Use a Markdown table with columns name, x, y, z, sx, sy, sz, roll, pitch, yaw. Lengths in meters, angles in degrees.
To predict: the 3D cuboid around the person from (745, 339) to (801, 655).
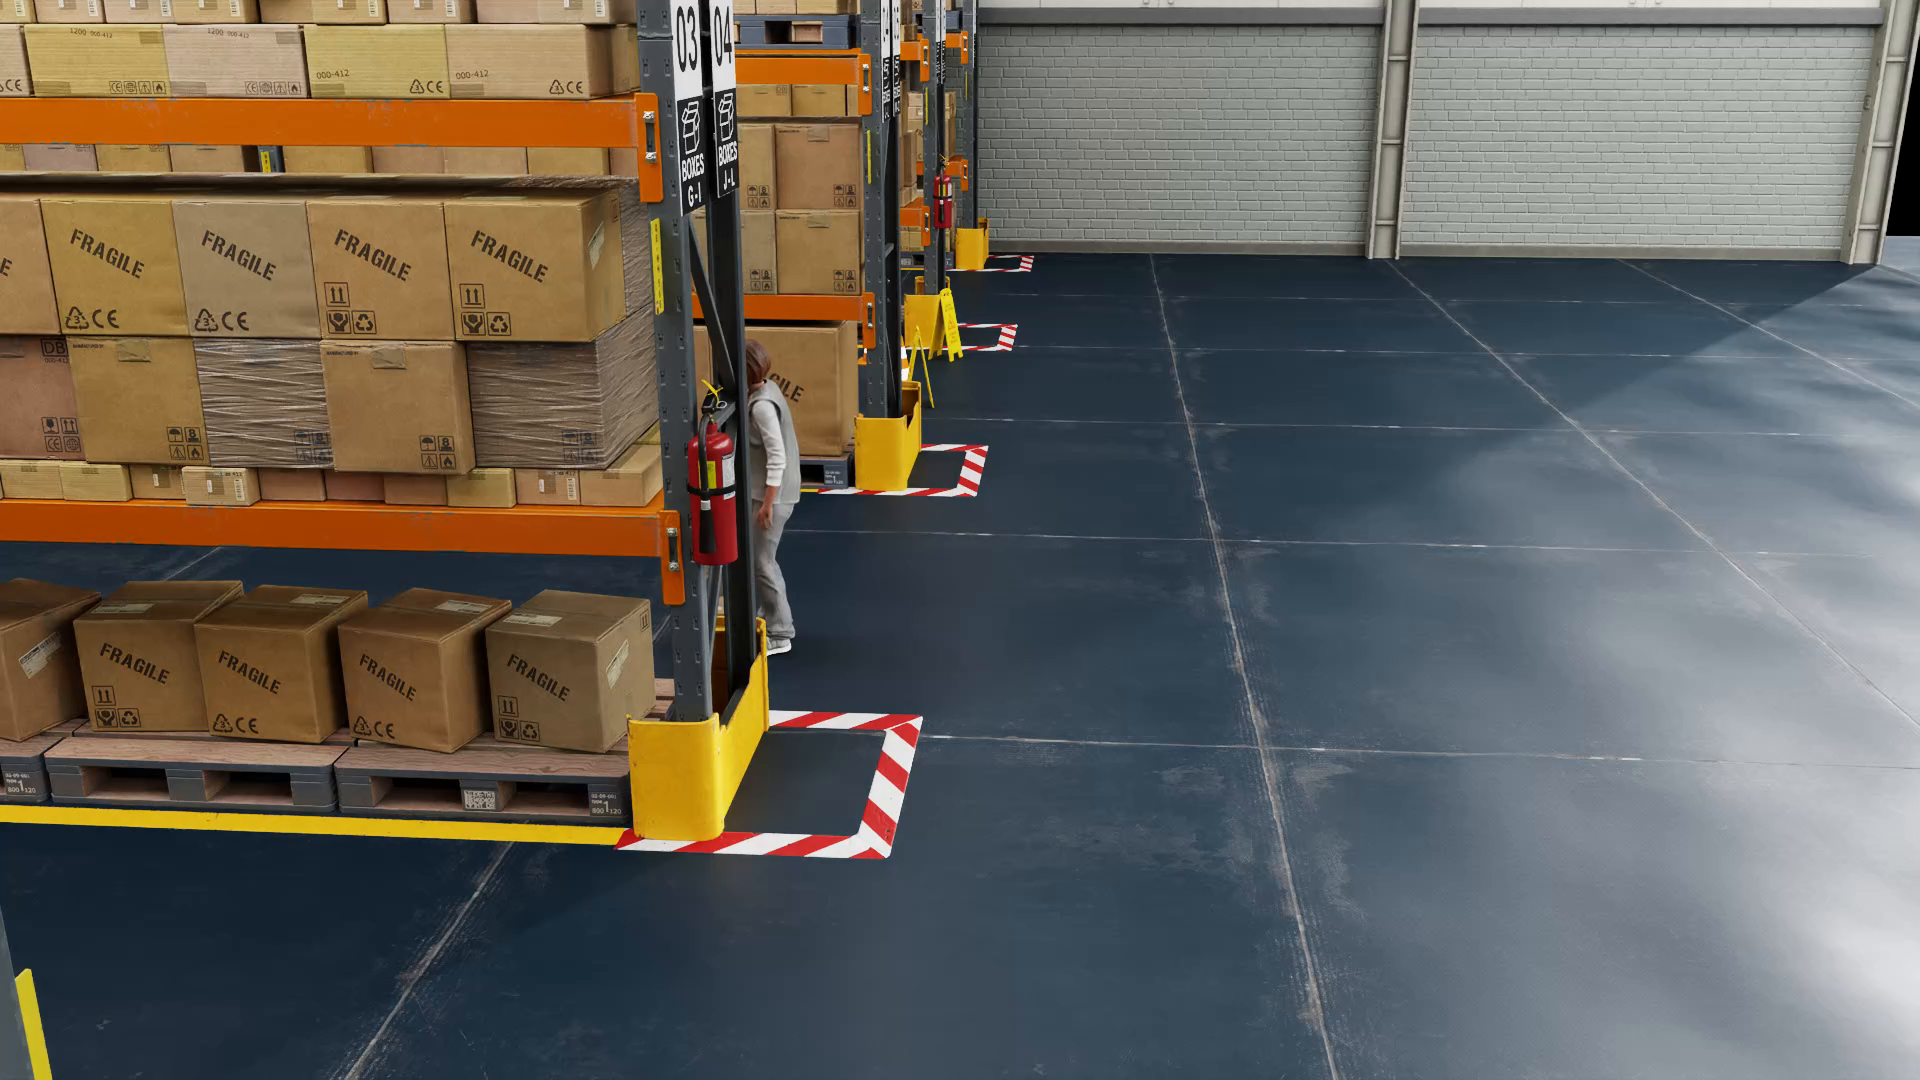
| name | x | y | z | sx | sy | sz | roll | pitch | yaw |
| --- | --- | --- | --- | --- | --- | --- | --- | --- | --- |
| person | -0.970 | -0.213 | 8.234 | 0.346 | 1.592 | 0.476 | -5 | 18 | -14 |
